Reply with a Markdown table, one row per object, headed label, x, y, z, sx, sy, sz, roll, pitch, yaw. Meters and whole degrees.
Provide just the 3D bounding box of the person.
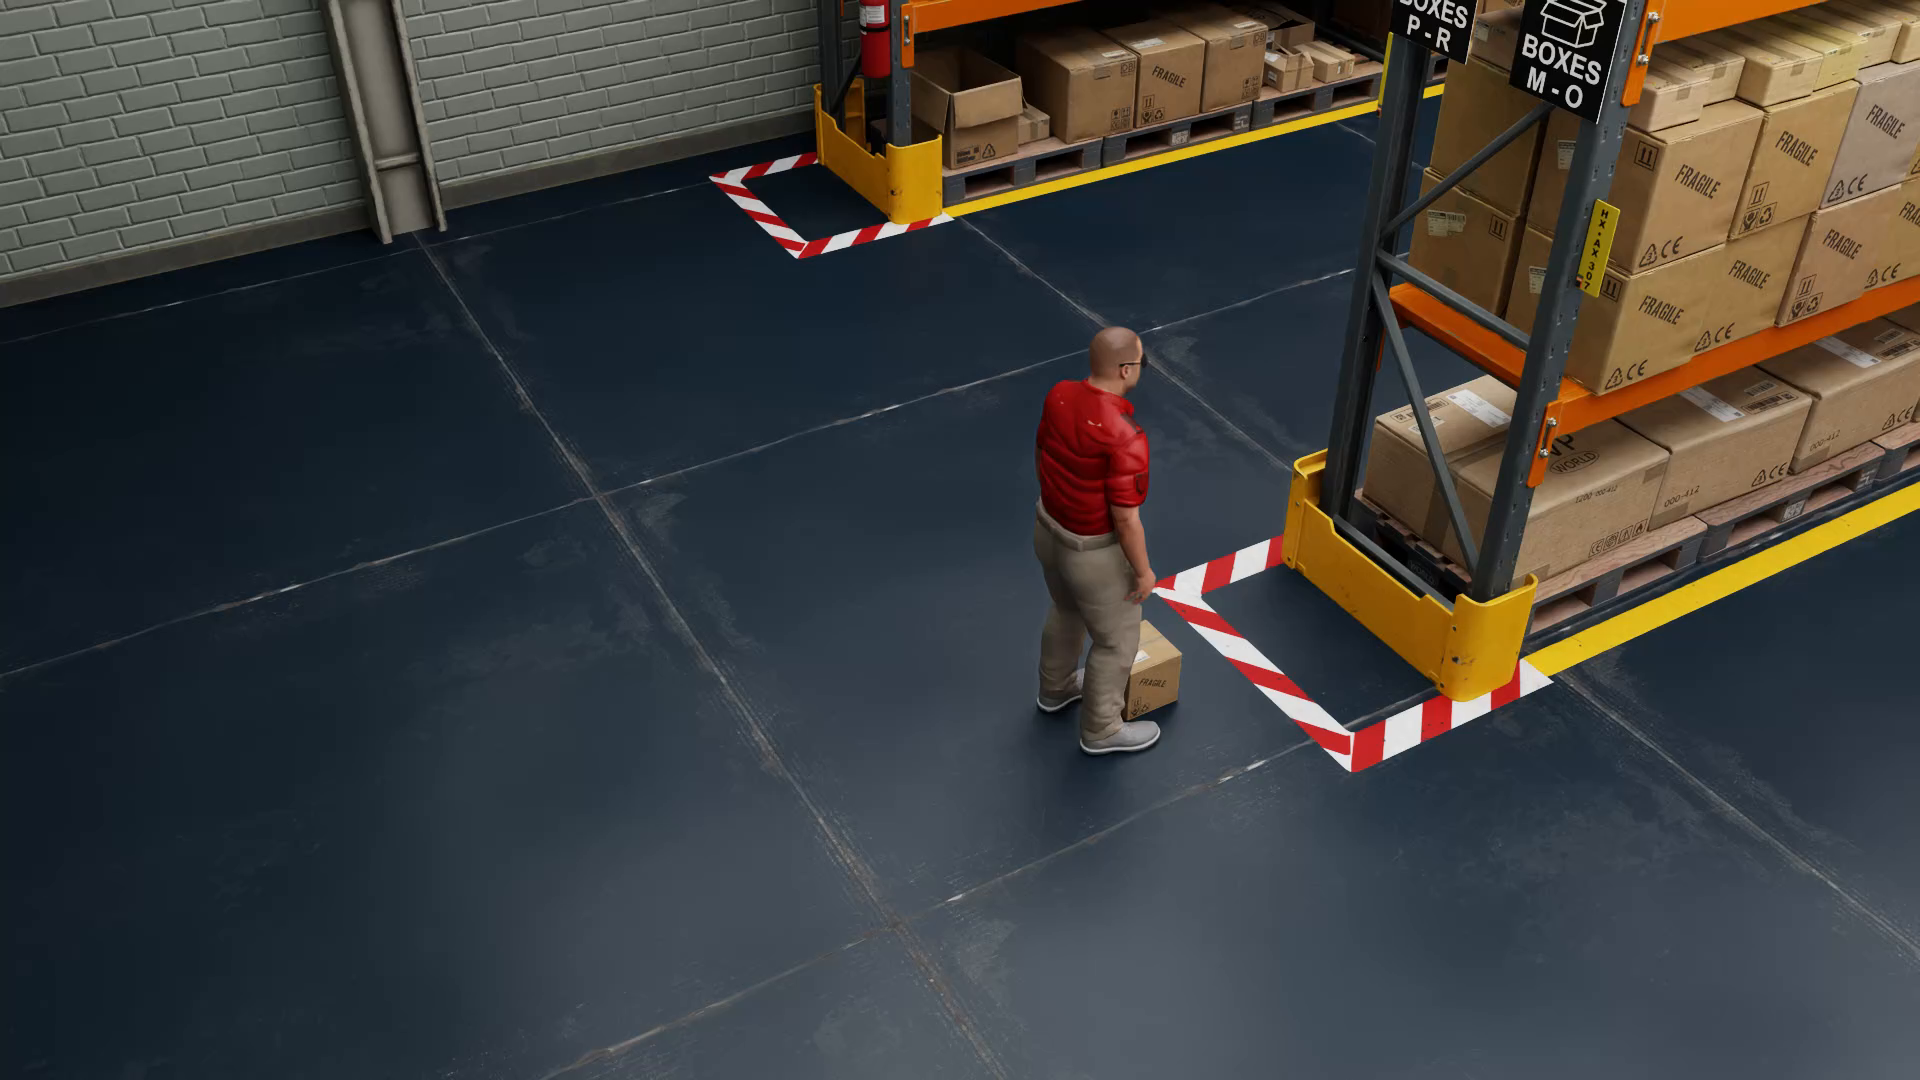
| label | x | y | z | sx | sy | sz | roll | pitch | yaw |
| --- | --- | --- | --- | --- | --- | --- | --- | --- | --- |
| person | 0.492 | 0.006 | 6.152 | 0.384 | 1.727 | 0.595 | -20 | 41 | -25 |
